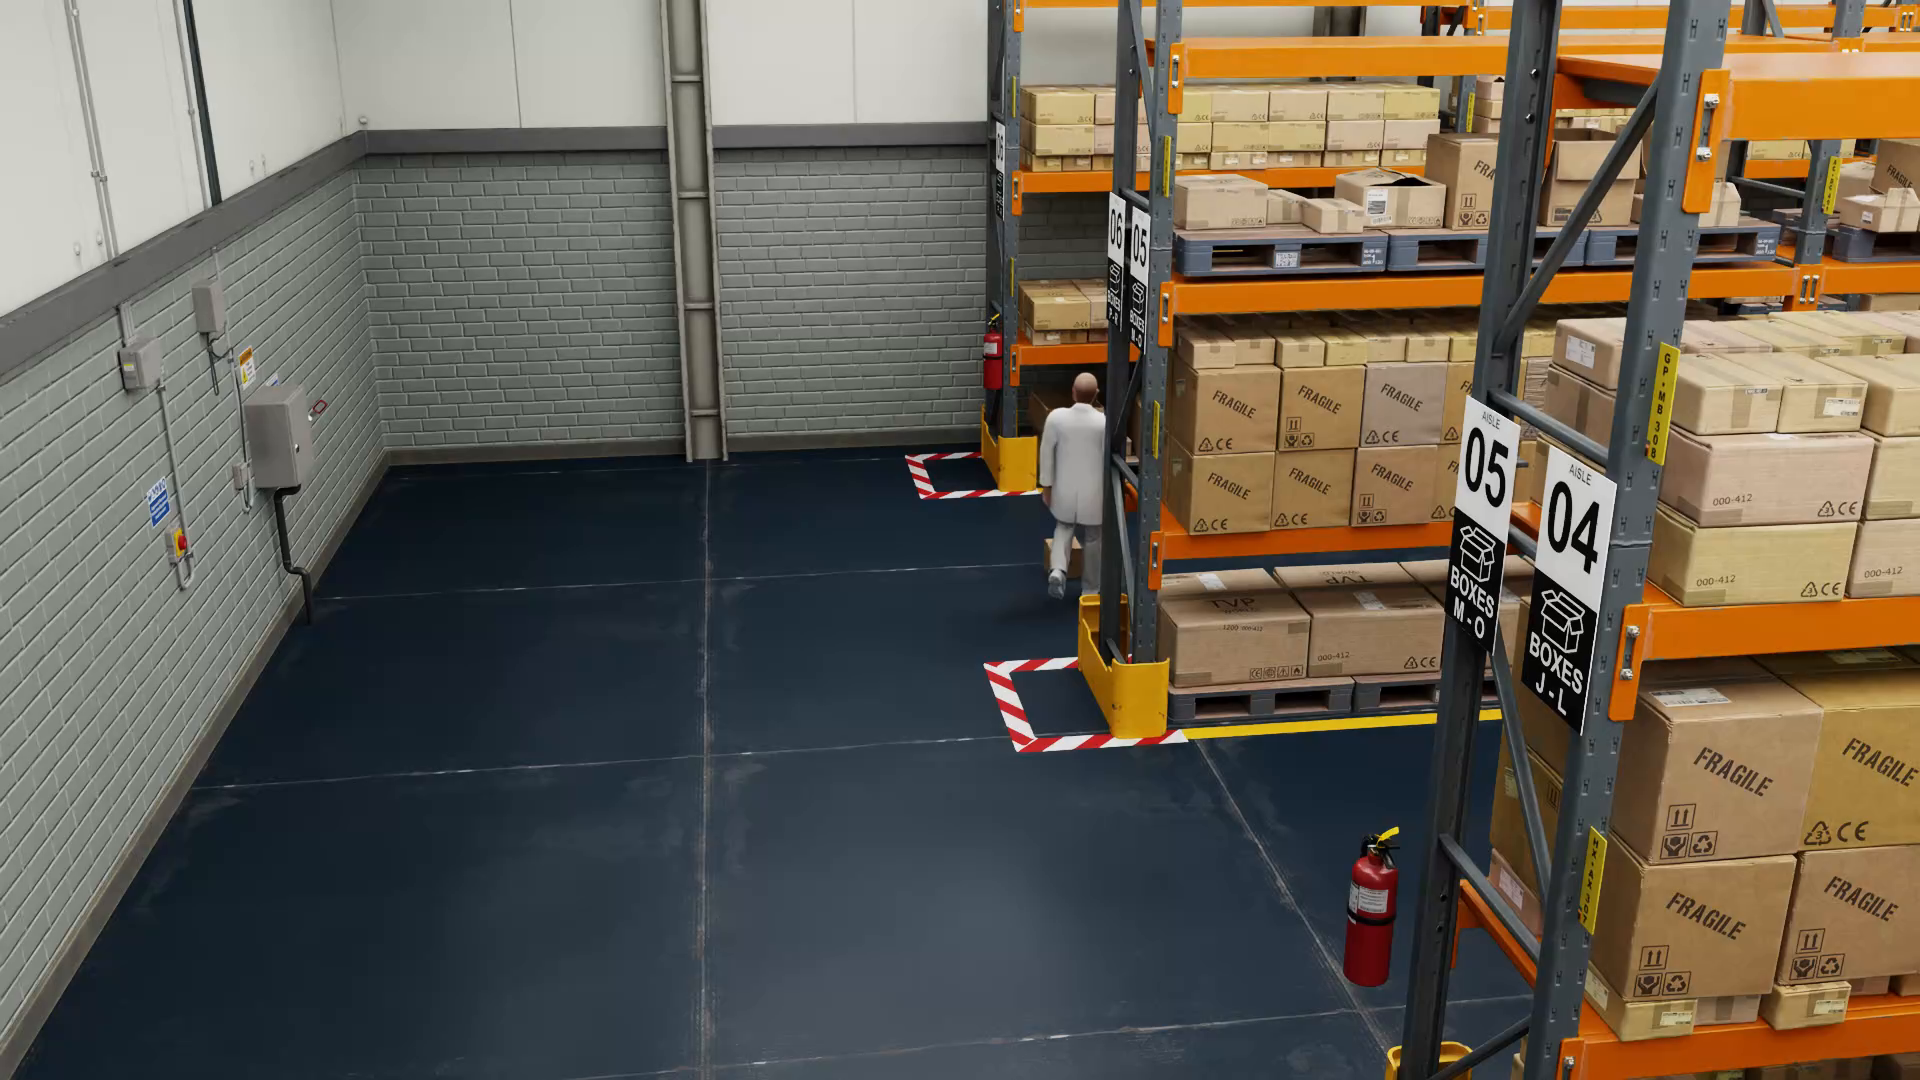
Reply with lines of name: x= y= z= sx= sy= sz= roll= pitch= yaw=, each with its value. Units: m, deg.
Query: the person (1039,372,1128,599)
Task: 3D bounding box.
person: x=0.911 y=-0.394 z=12.186 sx=0.644 sy=1.760 sz=0.749 roll=7 pitch=21 yaw=19
